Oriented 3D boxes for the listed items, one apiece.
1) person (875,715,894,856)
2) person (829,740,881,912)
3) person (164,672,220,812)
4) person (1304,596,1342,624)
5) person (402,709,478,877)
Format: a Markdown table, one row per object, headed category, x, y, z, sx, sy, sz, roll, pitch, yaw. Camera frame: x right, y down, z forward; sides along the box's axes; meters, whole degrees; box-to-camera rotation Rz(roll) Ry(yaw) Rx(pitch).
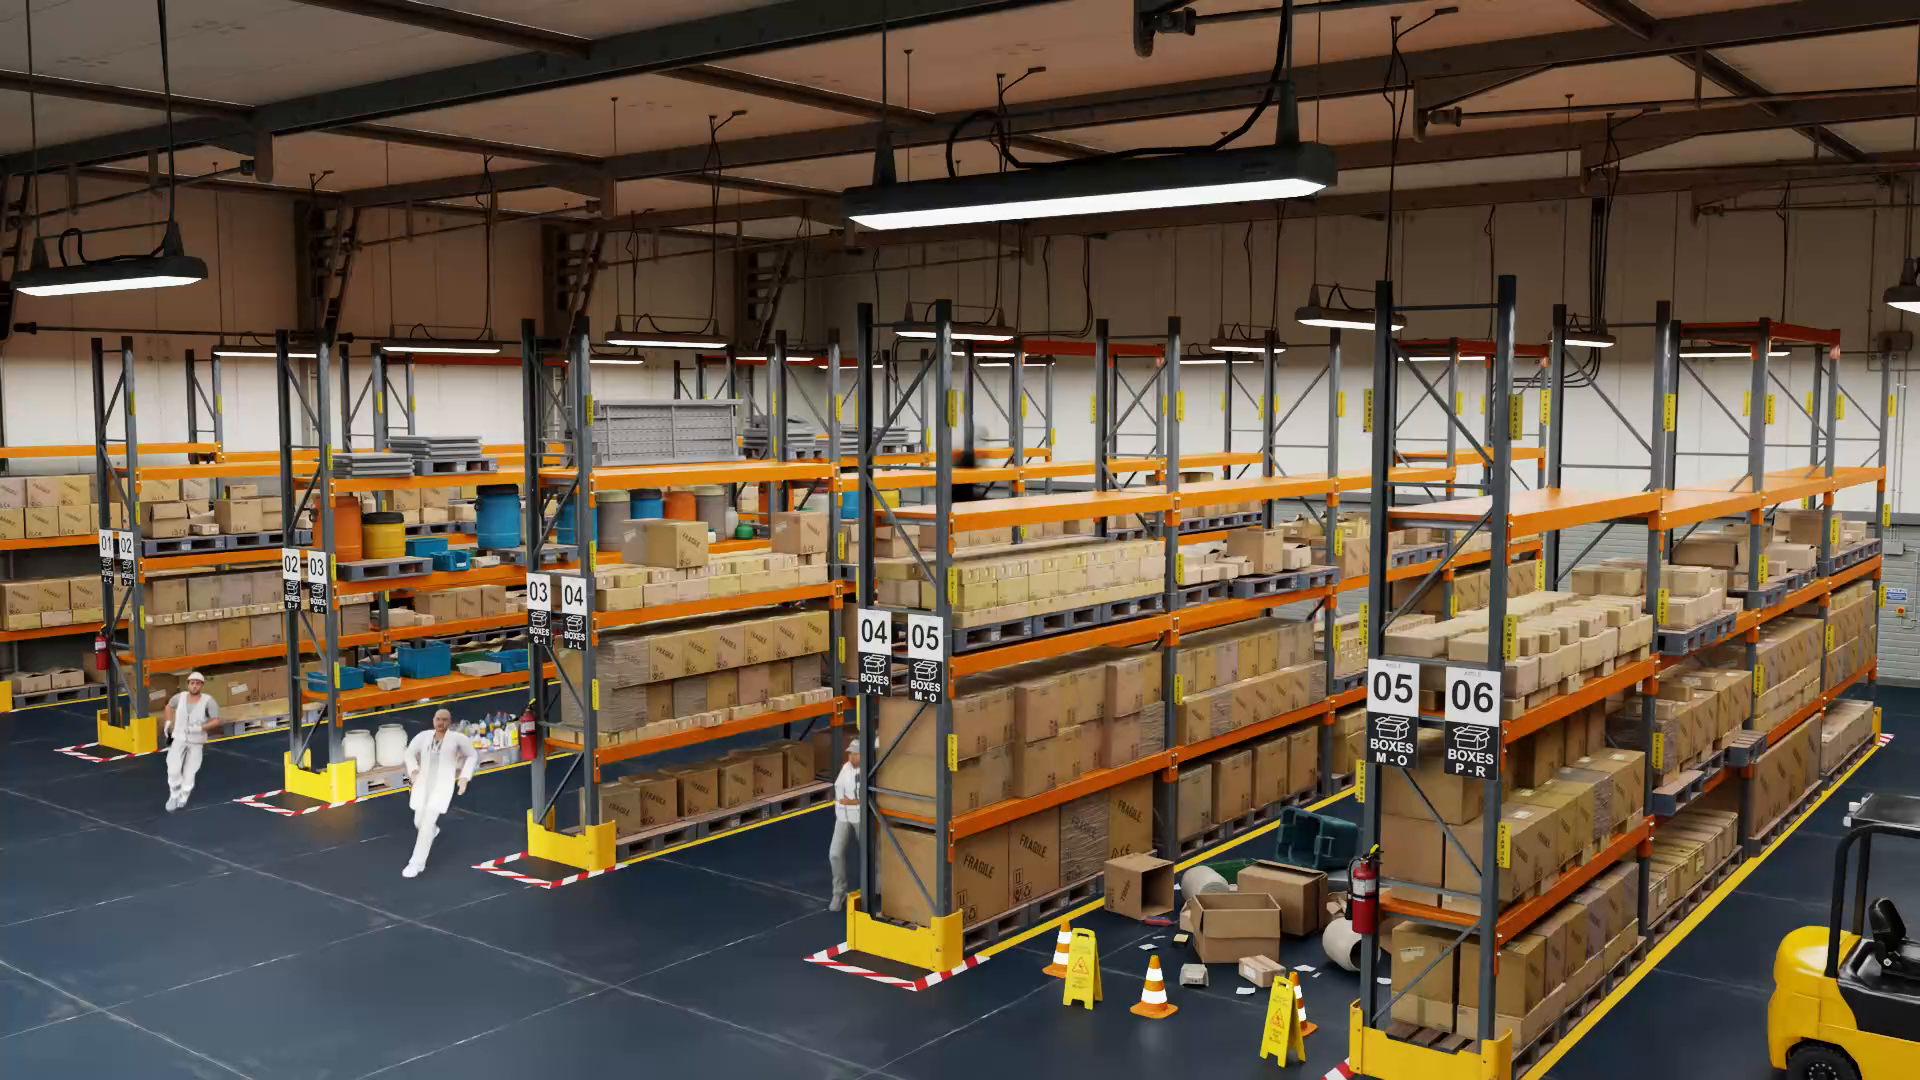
| category | x | y | z | sx | sy | sz | roll | pitch | yaw |
| --- | --- | --- | --- | --- | --- | --- | --- | --- | --- |
| person | -0.768 | 2.742 | 18.203 | 0.603 | 1.710 | 0.861 | 3 | 6 | 30 |
| person | -1.033 | 2.875 | 16.869 | 0.581 | 1.730 | 0.770 | 3 | 6 | 29 |
| person | -9.515 | 2.490 | 20.612 | 0.667 | 1.727 | 0.631 | -1 | 5 | -16 |
| person | 6.464 | 1.729 | 29.576 | 0.702 | 1.726 | 0.543 | 1 | 5 | 12 |
| person | -5.700 | 2.707 | 18.130 | 0.772 | 1.734 | 1.027 | 0 | 5 | 4 |
